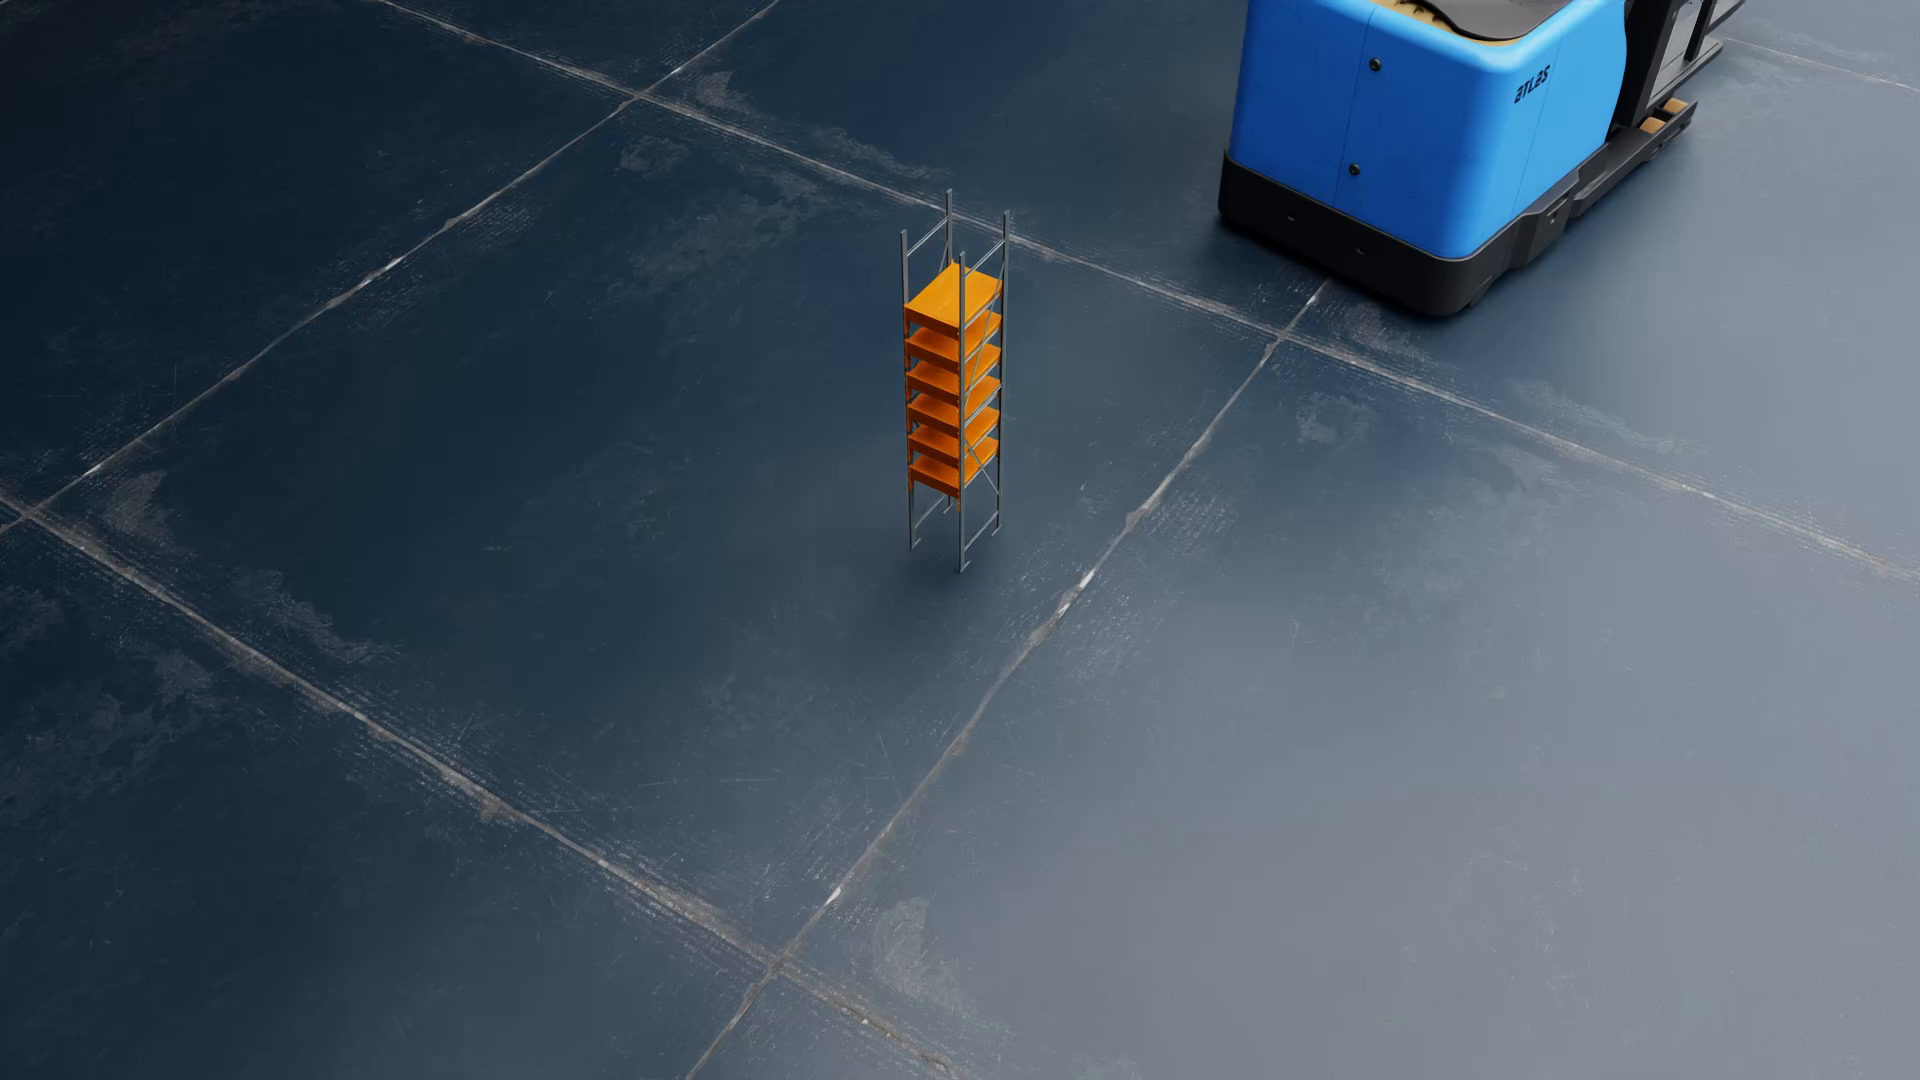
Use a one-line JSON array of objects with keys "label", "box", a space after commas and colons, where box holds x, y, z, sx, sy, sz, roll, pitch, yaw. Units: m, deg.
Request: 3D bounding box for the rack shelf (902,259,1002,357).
[{"label": "rack shelf", "box": [-0.012, -0.644, 4.599, 0.180, 0.103, 0.258, 25, 51, 22]}]

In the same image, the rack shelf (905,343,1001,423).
[{"label": "rack shelf", "box": [-0.012, -0.476, 4.771, 0.180, 0.103, 0.258, 25, 51, 22]}]

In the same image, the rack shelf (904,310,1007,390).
[{"label": "rack shelf", "box": [-0.012, -0.560, 4.685, 0.180, 0.103, 0.258, 25, 51, 22]}]

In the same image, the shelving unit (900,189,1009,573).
[{"label": "shelving unit", "box": [-0.012, -0.424, 4.825, 0.189, 1.200, 0.258, 25, 51, 22]}]

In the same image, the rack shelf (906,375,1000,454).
[{"label": "rack shelf", "box": [-0.012, -0.393, 4.857, 0.180, 0.103, 0.258, 25, 51, 22]}]

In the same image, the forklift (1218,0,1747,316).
[{"label": "forklift", "box": [2.362, -2.789, 5.916, 1.130, 2.935, 3.031, 34, 55, 28]}]

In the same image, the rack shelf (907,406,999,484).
[{"label": "rack shelf", "box": [-0.012, -0.309, 4.943, 0.180, 0.103, 0.258, 25, 51, 22]}]

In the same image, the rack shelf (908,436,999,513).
[{"label": "rack shelf", "box": [-0.012, -0.226, 5.029, 0.180, 0.103, 0.258, 25, 51, 22]}]

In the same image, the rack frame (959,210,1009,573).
[{"label": "rack frame", "box": [0.065, -0.388, 4.791, 0.006, 1.200, 0.240, 25, 51, 22]}]

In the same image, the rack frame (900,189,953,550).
[{"label": "rack frame", "box": [-0.089, -0.459, 4.860, 0.006, 1.200, 0.240, 25, 51, 22]}]
